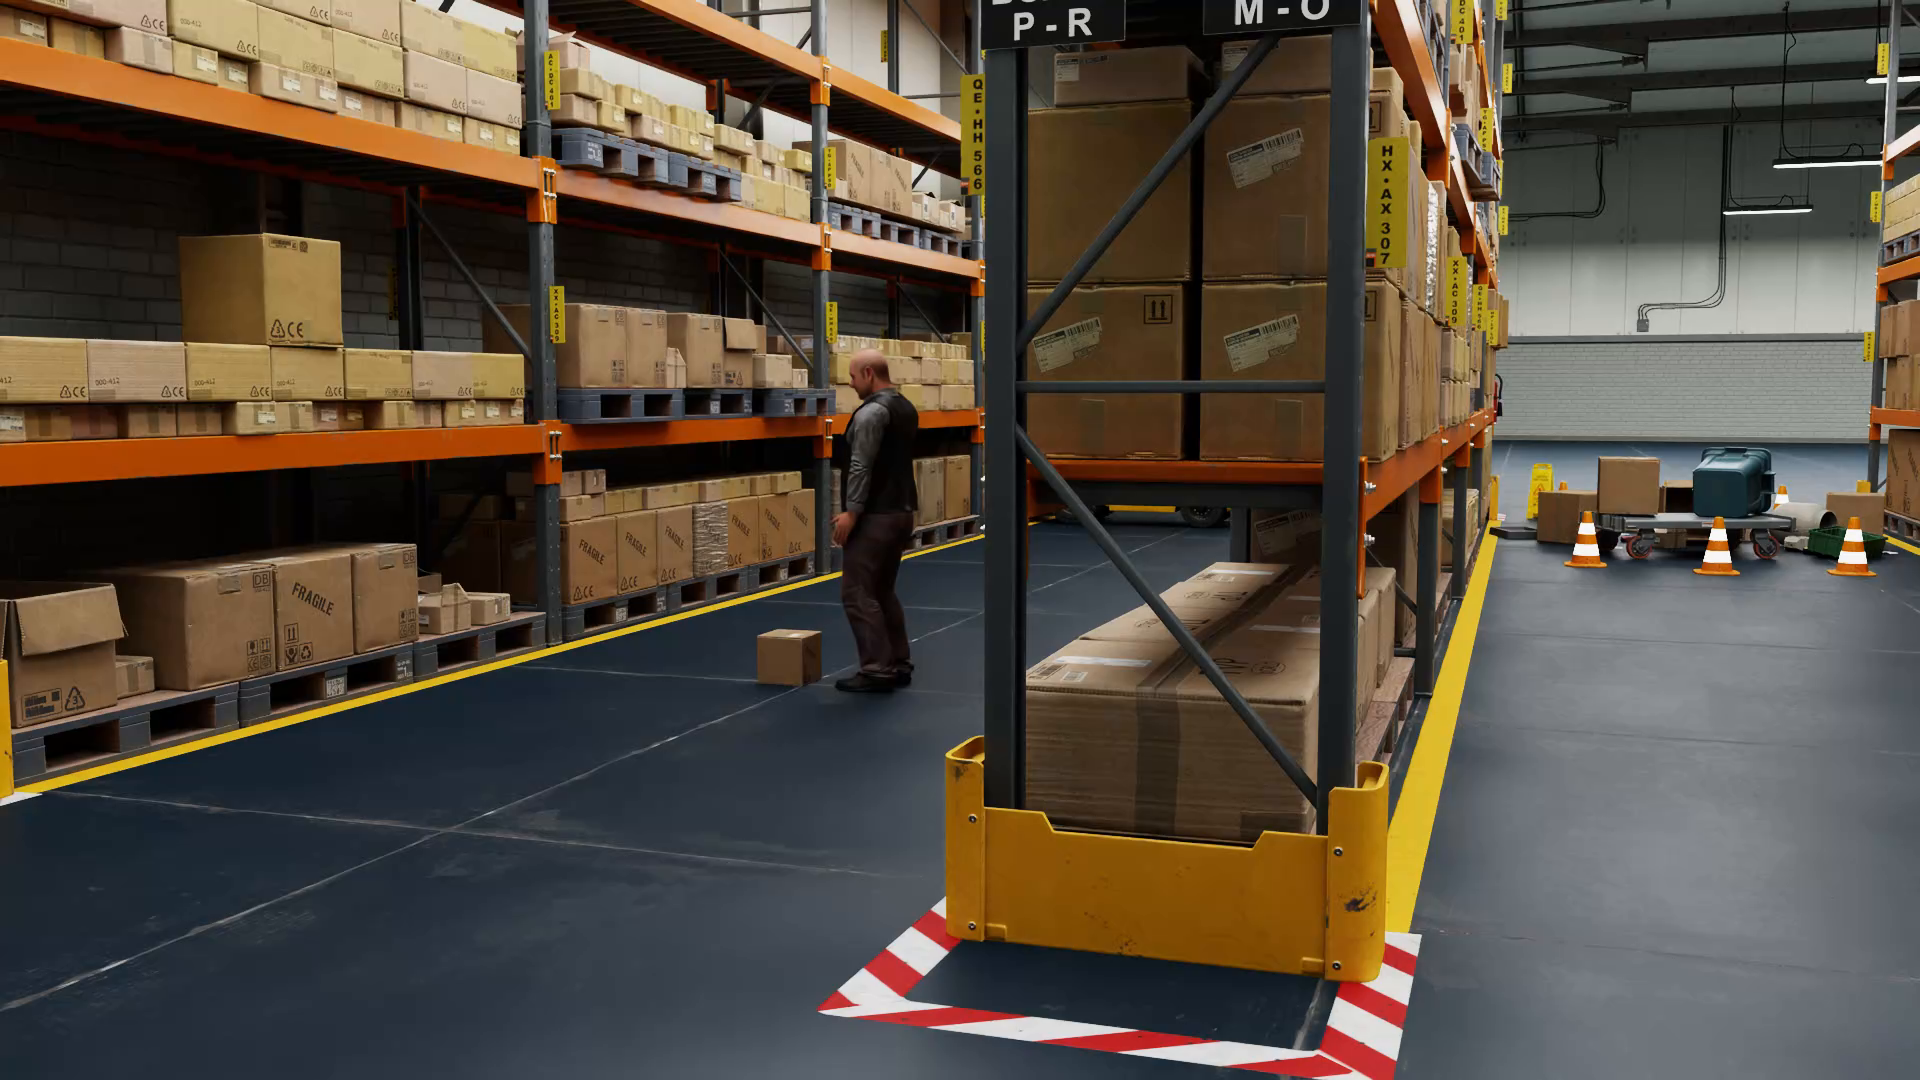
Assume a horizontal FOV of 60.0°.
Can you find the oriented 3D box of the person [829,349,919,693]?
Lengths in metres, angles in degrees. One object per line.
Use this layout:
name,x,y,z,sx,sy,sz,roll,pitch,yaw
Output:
person,-0.421,-0.099,8.343,0.361,1.711,0.538,2,5,20
